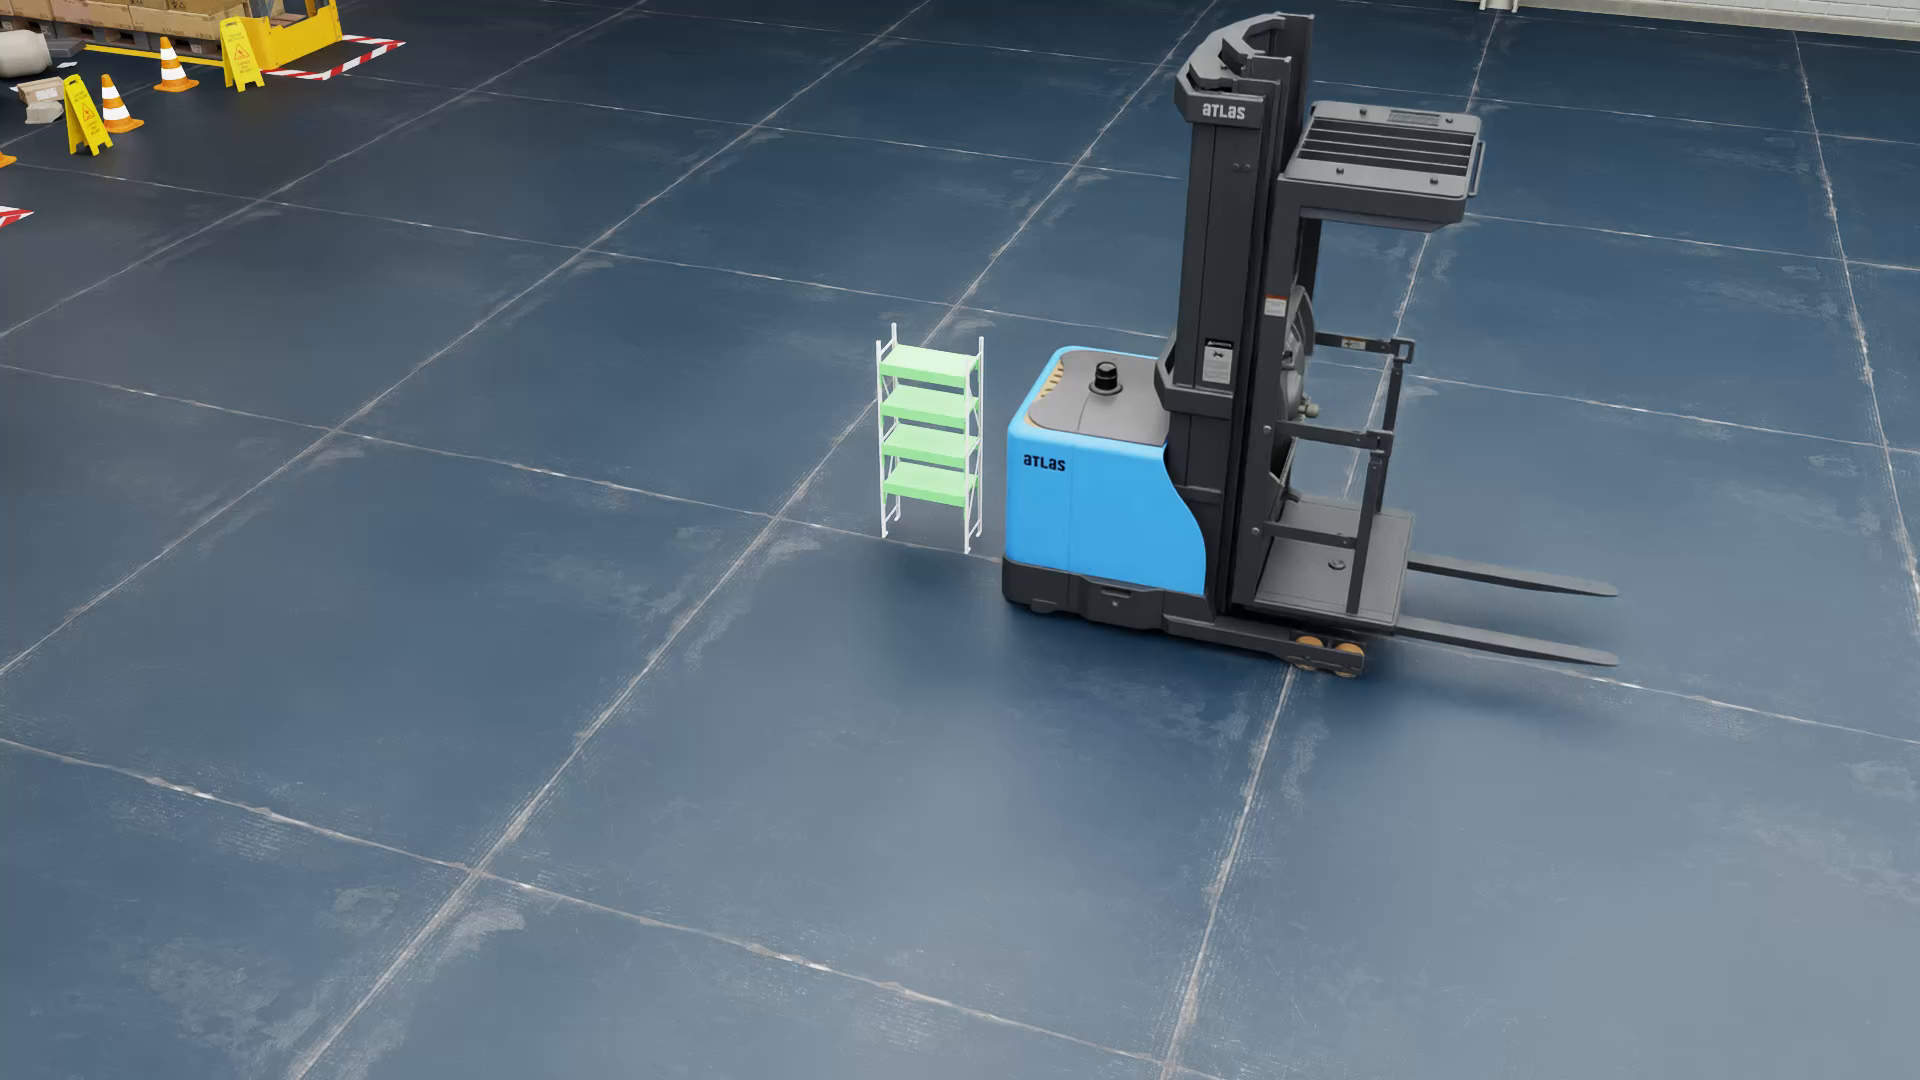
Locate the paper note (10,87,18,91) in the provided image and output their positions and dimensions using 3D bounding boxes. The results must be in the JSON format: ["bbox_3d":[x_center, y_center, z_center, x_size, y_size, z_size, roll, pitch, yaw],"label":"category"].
[{"bbox_3d":[-8.992,-4.336,15.917,0.142,0.019,0.148,24,40,32],"label":"paper note"}]

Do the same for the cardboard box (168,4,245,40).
[{"bbox_3d":[-7.556,-5.236,16.710,0.500,0.250,0.500,11,34,16],"label":"cardboard box"}]

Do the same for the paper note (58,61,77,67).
[{"bbox_3d":[-8.863,-4.723,16.505,0.148,0.019,0.142,0,33,0],"label":"paper note"}]

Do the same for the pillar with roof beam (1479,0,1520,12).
[{"bbox_3d":[4.482,-7.449,12.459,0.400,9.000,9.100,11,34,16],"label":"pillar with roof beam"}]

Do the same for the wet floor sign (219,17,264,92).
[{"bbox_3d":[-6.864,-4.630,15.794,0.232,0.644,0.267,24,40,32],"label":"wet floor sign"}]

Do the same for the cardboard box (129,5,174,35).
[{"bbox_3d":[-8.019,-5.331,16.857,0.500,0.250,0.500,11,34,17],"label":"cardboard box"}]

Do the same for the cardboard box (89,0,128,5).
[{"bbox_3d":[-8.489,-5.739,16.799,0.500,0.500,0.500,10,34,15],"label":"cardboard box"}]

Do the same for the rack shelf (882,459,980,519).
[{"bbox_3d":[-0.156,-0.279,9.104,0.480,0.148,0.258,11,34,16],"label":"rack shelf"}]

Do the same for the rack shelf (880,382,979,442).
[{"bbox_3d":[-0.156,-0.682,8.844,0.480,0.148,0.258,11,34,16],"label":"rack shelf"}]

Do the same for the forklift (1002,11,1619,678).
[{"bbox_3d":[1.793,-0.881,7.880,3.031,2.935,1.130,10,34,15],"label":"forklift"}]

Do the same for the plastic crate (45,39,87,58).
[{"bbox_3d":[-9.246,-4.999,16.888,0.583,0.080,0.402,0,33,0],"label":"plastic crate"}]

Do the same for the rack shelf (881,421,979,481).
[{"bbox_3d":[-0.156,-0.481,8.974,0.480,0.148,0.258,11,34,16],"label":"rack shelf"}]

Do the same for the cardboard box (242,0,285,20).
[{"bbox_3d":[-7.348,-5.510,17.135,0.500,0.250,0.500,11,34,16],"label":"cardboard box"}]

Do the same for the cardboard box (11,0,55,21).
[{"bbox_3d":[-9.477,-5.616,17.298,0.500,0.250,0.500,13,35,19],"label":"cardboard box"}]

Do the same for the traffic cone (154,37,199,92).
[{"bbox_3d":[-7.522,-4.554,15.845,0.334,0.463,0.336,11,34,16],"label":"traffic cone"}]

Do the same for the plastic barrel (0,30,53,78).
[{"bbox_3d":[-9.137,-4.723,16.142,0.512,0.421,0.421,-18,37,-25],"label":"plastic barrel"}]

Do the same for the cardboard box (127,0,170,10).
[{"bbox_3d":[-8.017,-5.644,16.650,0.500,0.500,0.500,12,35,18],"label":"cardboard box"}]

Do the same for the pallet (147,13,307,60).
[{"bbox_3d":[-7.506,-5.209,17.092,1.213,0.211,1.003,11,34,16],"label":"pallet"}]

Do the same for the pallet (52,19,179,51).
[{"bbox_3d":[-8.651,-5.433,17.439,1.213,0.211,1.003,11,34,16],"label":"pallet"}]

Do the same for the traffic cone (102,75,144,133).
[{"bbox_3d":[-7.576,-3.925,14.871,0.334,0.463,0.336,11,34,16],"label":"traffic cone"}]

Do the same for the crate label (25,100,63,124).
[{"bbox_3d":[-8.337,-3.901,15.133,0.298,0.136,0.250,-6,33,-9],"label":"crate label"}]

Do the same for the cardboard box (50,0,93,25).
[{"bbox_3d":[-8.976,-5.520,17.150,0.500,0.250,0.500,11,34,16],"label":"cardboard box"}]

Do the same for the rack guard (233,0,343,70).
[{"bbox_3d":[-6.754,-5.164,16.755,0.348,0.500,1.175,11,34,16],"label":"rack guard"}]

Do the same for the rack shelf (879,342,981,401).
[{"bbox_3d":[-0.156,-0.884,8.714,0.480,0.148,0.258,11,34,16],"label":"rack shelf"}]

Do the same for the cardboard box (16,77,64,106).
[{"bbox_3d":[-8.597,-4.211,15.602,0.380,0.149,0.250,-25,40,-33],"label":"cardboard box"}]

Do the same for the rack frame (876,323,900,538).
[{"bbox_3d":[-0.386,-0.579,9.009,0.015,1.200,0.240,11,34,16],"label":"rack frame"}]

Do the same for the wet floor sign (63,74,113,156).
[{"bbox_3d":[-7.562,-3.671,14.308,0.232,0.644,0.267,5,33,8],"label":"wet floor sign"}]

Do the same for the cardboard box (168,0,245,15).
[{"bbox_3d":[-7.524,-5.550,16.505,0.500,0.500,0.500,11,35,17],"label":"cardboard box"}]

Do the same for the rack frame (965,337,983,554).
[{"bbox_3d":[0.074,-0.490,8.870,0.015,1.200,0.240,11,34,16],"label":"rack frame"}]

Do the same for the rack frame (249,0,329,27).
[{"bbox_3d":[-6.682,-6.200,16.055,0.127,3.000,1.000,11,34,16],"label":"rack frame"}]

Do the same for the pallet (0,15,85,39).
[{"bbox_3d":[-9.803,-5.656,17.783,1.213,0.211,1.003,11,34,16],"label":"pallet"}]

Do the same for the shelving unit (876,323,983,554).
[{"bbox_3d":[-0.156,-0.534,8.940,0.503,1.200,0.258,11,34,16],"label":"shelving unit"}]
